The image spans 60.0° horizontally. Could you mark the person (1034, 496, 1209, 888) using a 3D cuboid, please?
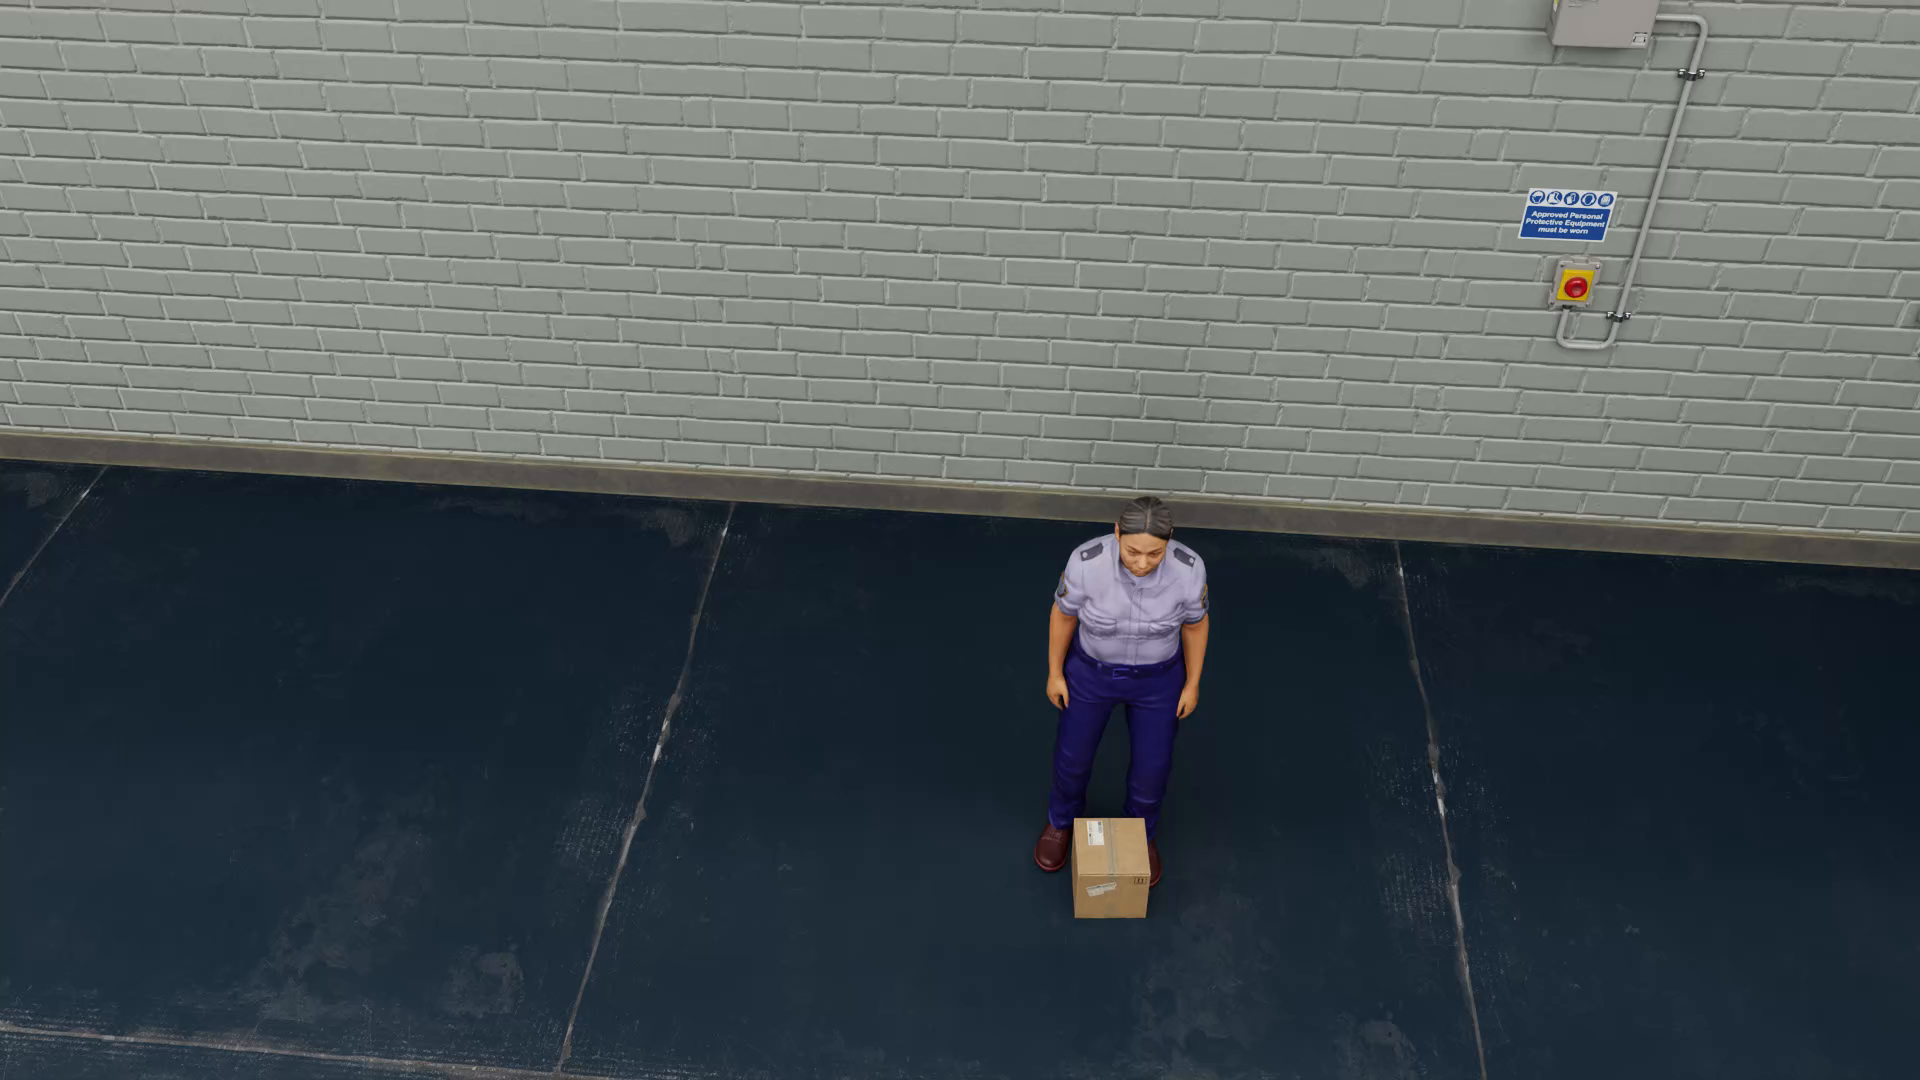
[{"bbox_3d":[0.545,0.485,5.591,0.537,1.651,0.417,3,40,4],"label":"person"}]
